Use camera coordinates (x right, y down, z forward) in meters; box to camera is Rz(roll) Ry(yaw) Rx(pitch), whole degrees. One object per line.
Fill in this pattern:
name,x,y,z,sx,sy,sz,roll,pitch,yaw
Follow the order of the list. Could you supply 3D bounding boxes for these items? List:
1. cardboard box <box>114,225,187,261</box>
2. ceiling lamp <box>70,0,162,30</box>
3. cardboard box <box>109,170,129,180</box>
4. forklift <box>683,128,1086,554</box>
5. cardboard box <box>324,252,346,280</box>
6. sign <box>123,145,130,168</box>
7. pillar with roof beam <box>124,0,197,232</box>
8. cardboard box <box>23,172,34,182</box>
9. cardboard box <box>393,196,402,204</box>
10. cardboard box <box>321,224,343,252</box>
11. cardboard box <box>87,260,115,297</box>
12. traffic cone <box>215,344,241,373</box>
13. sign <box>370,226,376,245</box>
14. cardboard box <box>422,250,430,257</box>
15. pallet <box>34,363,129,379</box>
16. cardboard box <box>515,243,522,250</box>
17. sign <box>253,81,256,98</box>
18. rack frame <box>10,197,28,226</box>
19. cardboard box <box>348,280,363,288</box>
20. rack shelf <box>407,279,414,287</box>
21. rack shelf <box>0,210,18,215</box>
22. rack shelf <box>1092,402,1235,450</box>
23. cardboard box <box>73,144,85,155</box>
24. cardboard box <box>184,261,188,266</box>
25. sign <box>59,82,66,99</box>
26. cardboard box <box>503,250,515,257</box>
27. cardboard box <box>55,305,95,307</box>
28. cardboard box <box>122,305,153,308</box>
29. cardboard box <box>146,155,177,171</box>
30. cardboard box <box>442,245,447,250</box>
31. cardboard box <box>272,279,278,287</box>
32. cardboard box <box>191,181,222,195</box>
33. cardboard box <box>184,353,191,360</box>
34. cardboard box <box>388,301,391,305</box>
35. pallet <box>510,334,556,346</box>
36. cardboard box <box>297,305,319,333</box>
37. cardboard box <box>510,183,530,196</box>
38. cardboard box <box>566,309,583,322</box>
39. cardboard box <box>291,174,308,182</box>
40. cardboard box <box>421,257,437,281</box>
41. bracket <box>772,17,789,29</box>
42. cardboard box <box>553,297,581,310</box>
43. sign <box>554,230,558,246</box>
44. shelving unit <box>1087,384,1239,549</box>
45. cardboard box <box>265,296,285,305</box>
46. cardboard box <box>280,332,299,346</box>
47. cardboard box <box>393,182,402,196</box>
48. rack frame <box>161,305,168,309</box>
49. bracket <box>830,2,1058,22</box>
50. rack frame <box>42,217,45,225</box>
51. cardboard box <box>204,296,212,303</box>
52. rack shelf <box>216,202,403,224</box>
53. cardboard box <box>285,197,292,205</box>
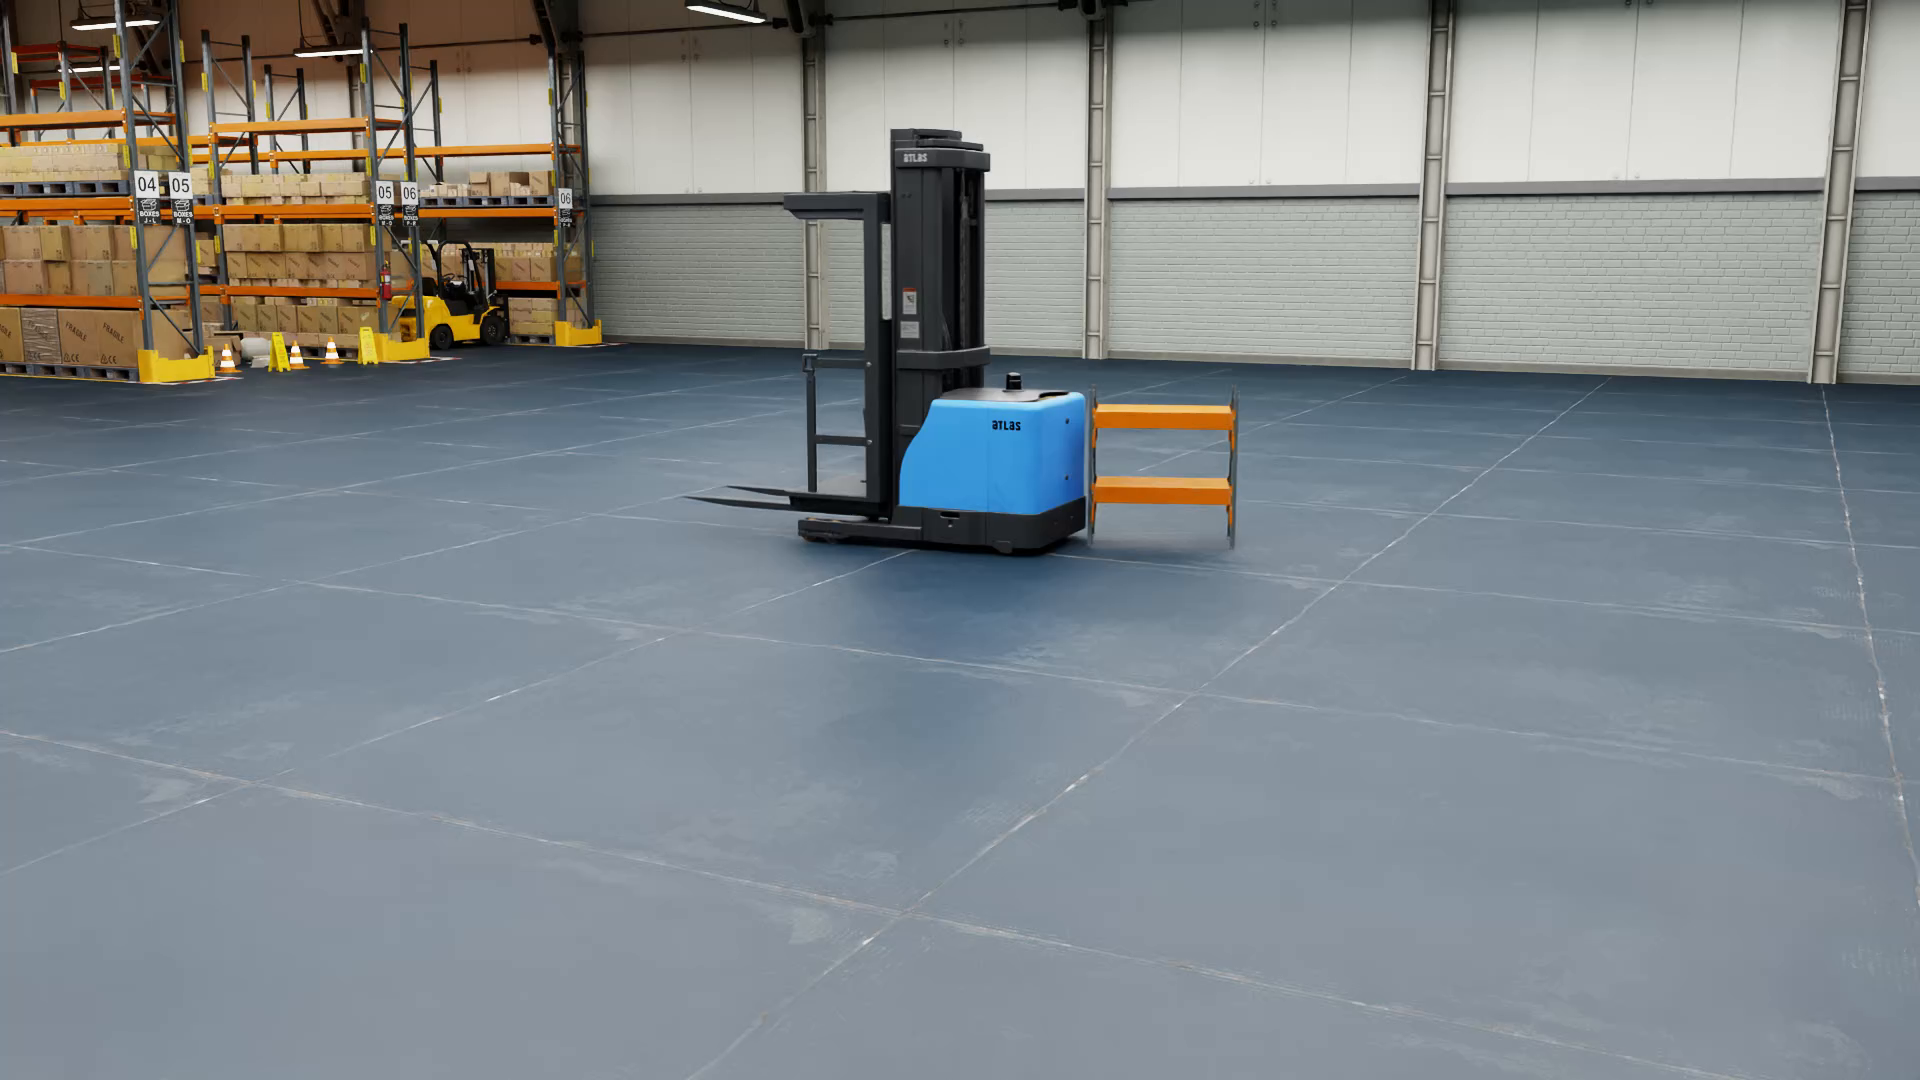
cardboard box,-12.637,-4.640,25.991,0.550,0.550,0.875,5,11,26
ceiling lamp,-14.655,-10.578,29.018,2.000,3.185,0.800,5,11,26
cardboard box,-12.770,-5.580,25.459,0.250,0.149,0.380,5,11,26
forklift,-0.629,-1.501,12.295,3.031,2.935,1.130,5,11,24
cardboard box,-11.278,-5.032,30.497,0.500,0.500,0.500,5,11,26
sign,-12.574,-5.786,25.093,0.005,0.325,0.100,5,11,26
pillar with roof beam,-20.921,-9.000,36.689,0.548,9.000,9.100,5,11,26
cardboard box,-14.590,-5.740,26.344,0.250,0.149,0.380,5,11,26
cardboard box,-10.376,-6.228,30.503,0.250,0.149,0.380,5,11,26
cardboard box,-11.227,-5.532,30.449,0.500,0.500,0.700,5,11,26
cardboard box,-13.177,-4.135,26.233,0.550,0.550,0.875,5,11,26
traffic cone,-12.170,-3.020,27.615,0.334,0.463,0.336,5,11,26
sign,-10.486,-5.436,29.704,0.005,0.325,0.100,5,11,26
cardboard box,-11.447,-6.207,36.003,0.250,0.149,0.380,5,11,25
pallet,-14.163,-2.774,26.964,1.213,0.211,1.003,5,11,26
cardboard box,-9.116,-6.162,34.919,0.250,0.149,0.380,5,11,26
sign,-13.553,-8.649,31.905,0.005,0.325,0.100,5,11,26
rack frame,-15.909,-4.314,27.646,0.127,3.000,1.000,5,11,26
cardboard box,-10.928,-4.672,30.326,0.250,0.149,0.380,5,11,25
rack shelf,-13.410,-5.710,37.375,4.000,0.370,1.077,5,11,26
rack shelf,-17.702,-5.594,28.314,4.000,0.370,1.077,5,11,26
rack shelf,1.468,-0.830,12.014,1.000,0.278,0.538,1,10,7
cardboard box,-13.460,-6.032,25.723,0.250,0.149,0.380,5,12,27
cardboard box,-14.770,-5.554,32.199,0.500,0.500,0.500,5,11,26
sign,-17.639,-8.829,32.677,0.005,0.325,0.100,5,11,26
cardboard box,-9.390,-6.022,34.980,0.250,0.149,0.380,5,11,24
cardboard box,-17.979,-4.657,34.326,0.875,0.875,0.875,5,11,25
cardboard box,-20.191,-5.610,40.642,0.500,0.500,0.700,5,11,24
cardboard box,-12.641,-5.883,26.015,0.500,0.250,0.500,5,11,26
cardboard box,-10.955,-6.323,35.809,0.250,0.149,0.380,5,11,25
cardboard box,-12.708,-4.845,31.281,0.250,0.149,0.380,5,11,26
cardboard box,-14.397,-6.745,31.894,0.500,0.250,0.500,5,11,25
cardboard box,-13.552,-3.128,28.767,0.258,0.266,0.396,7,13,36
cardboard box,-12.089,-4.983,36.831,0.625,0.625,0.875,6,12,28
pallet,-8.734,-4.272,35.243,1.213,0.211,1.003,5,11,26
cardboard box,-11.975,-4.123,31.026,0.500,0.500,0.500,5,11,24
cardboard box,-9.134,-7.293,34.600,0.258,0.266,0.396,5,11,26
cardboard box,-8.359,-4.761,35.249,0.500,0.250,0.500,5,12,27
cardboard box,-12.046,-6.637,30.526,0.250,0.149,0.380,5,12,27
cardboard box,-11.334,-5.879,36.008,0.500,0.500,0.500,5,11,24
bracket,-3.403,-10.016,32.197,0.430,0.232,0.235,5,11,26
cardboard box,-8.376,-5.005,35.193,0.500,0.250,0.500,5,11,25
sign,-8.282,-6.192,34.102,0.005,0.325,0.100,5,11,26
shelving unit,1.468,-0.542,12.067,1.048,1.125,0.538,1,10,7
cardboard box,-12.852,-4.506,31.317,0.250,0.149,0.380,6,12,28
cardboard box,-12.439,-3.795,31.320,0.500,0.250,0.500,5,11,25
cardboard box,-10.555,-6.429,30.491,0.500,0.250,0.500,5,11,25
rack frame,-18.791,-6.536,39.923,0.127,3.000,1.000,5,11,26
bracket,-0.333,-9.746,30.707,4.783,0.066,0.076,5,11,26
rack frame,-22.378,-6.852,41.665,0.127,3.000,1.000,5,11,26
cardboard box,-17.609,-5.688,39.257,0.250,0.149,0.380,5,11,26
rack shelf,-12.016,-6.077,30.984,4.000,0.370,1.077,5,11,26
cardboard box,-12.253,-6.280,30.788,0.250,0.149,0.380,5,11,26
